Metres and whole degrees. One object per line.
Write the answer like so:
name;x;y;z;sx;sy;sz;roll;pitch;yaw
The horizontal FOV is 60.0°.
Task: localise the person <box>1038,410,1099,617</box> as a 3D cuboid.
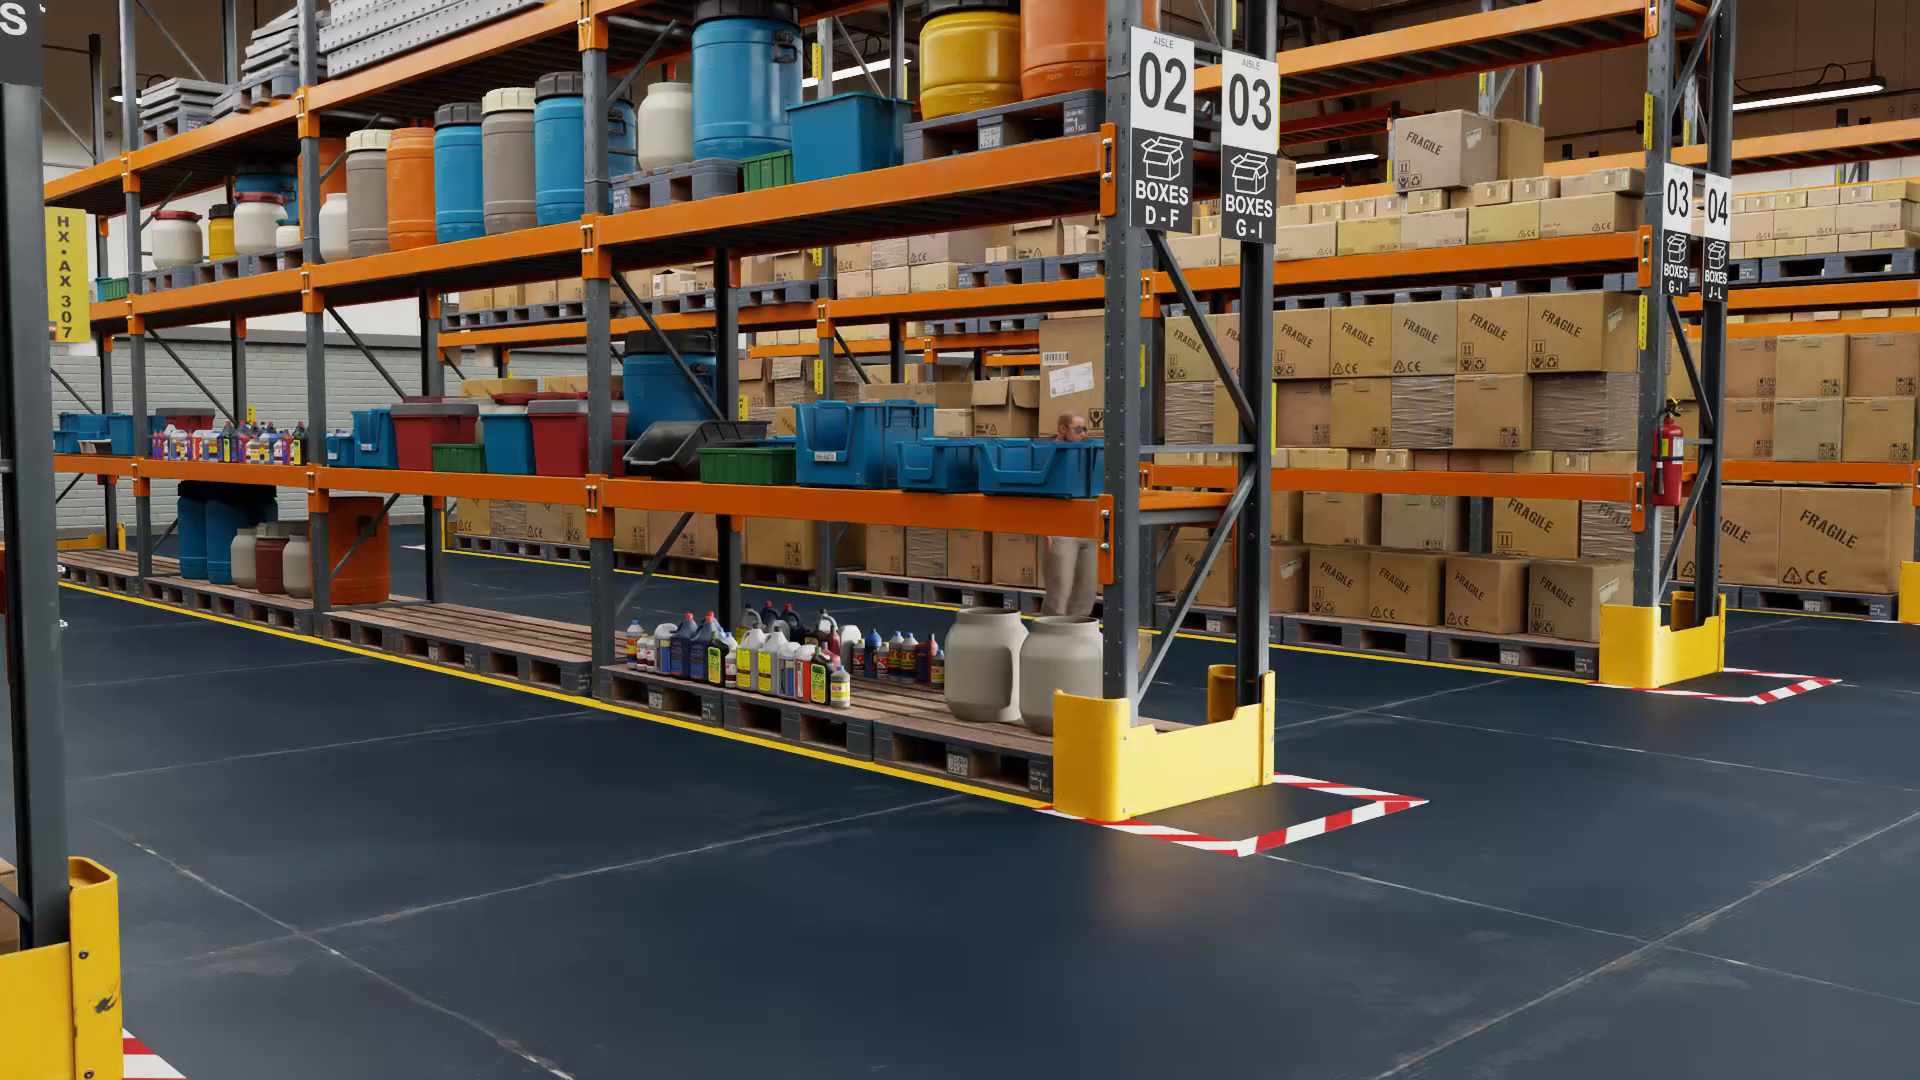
person;0.755;-0.015;11.225;0.526;1.720;0.358;-4;5;-43
